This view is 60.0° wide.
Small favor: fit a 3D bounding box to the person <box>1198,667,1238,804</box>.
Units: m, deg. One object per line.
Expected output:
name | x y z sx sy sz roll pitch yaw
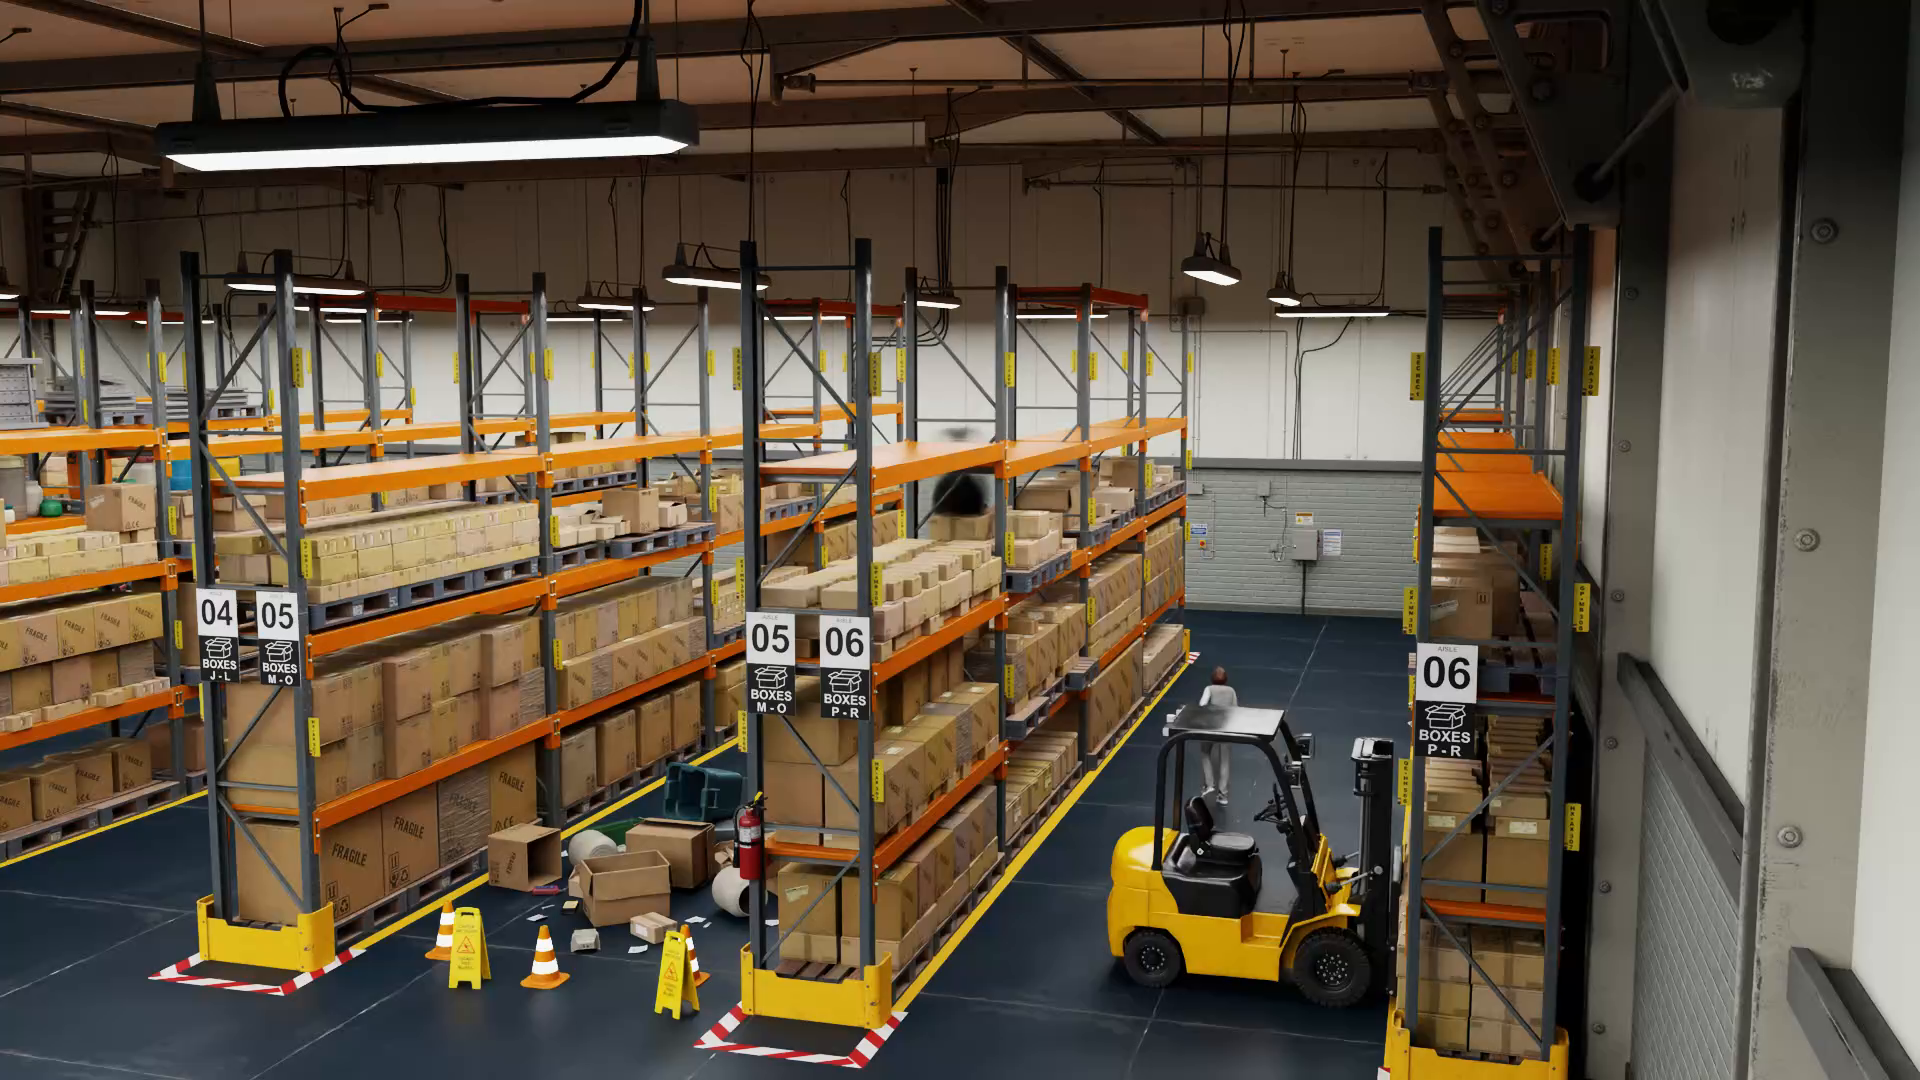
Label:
person | 2.968 2.255 19.216 0.530 1.547 0.898 0 6 2
